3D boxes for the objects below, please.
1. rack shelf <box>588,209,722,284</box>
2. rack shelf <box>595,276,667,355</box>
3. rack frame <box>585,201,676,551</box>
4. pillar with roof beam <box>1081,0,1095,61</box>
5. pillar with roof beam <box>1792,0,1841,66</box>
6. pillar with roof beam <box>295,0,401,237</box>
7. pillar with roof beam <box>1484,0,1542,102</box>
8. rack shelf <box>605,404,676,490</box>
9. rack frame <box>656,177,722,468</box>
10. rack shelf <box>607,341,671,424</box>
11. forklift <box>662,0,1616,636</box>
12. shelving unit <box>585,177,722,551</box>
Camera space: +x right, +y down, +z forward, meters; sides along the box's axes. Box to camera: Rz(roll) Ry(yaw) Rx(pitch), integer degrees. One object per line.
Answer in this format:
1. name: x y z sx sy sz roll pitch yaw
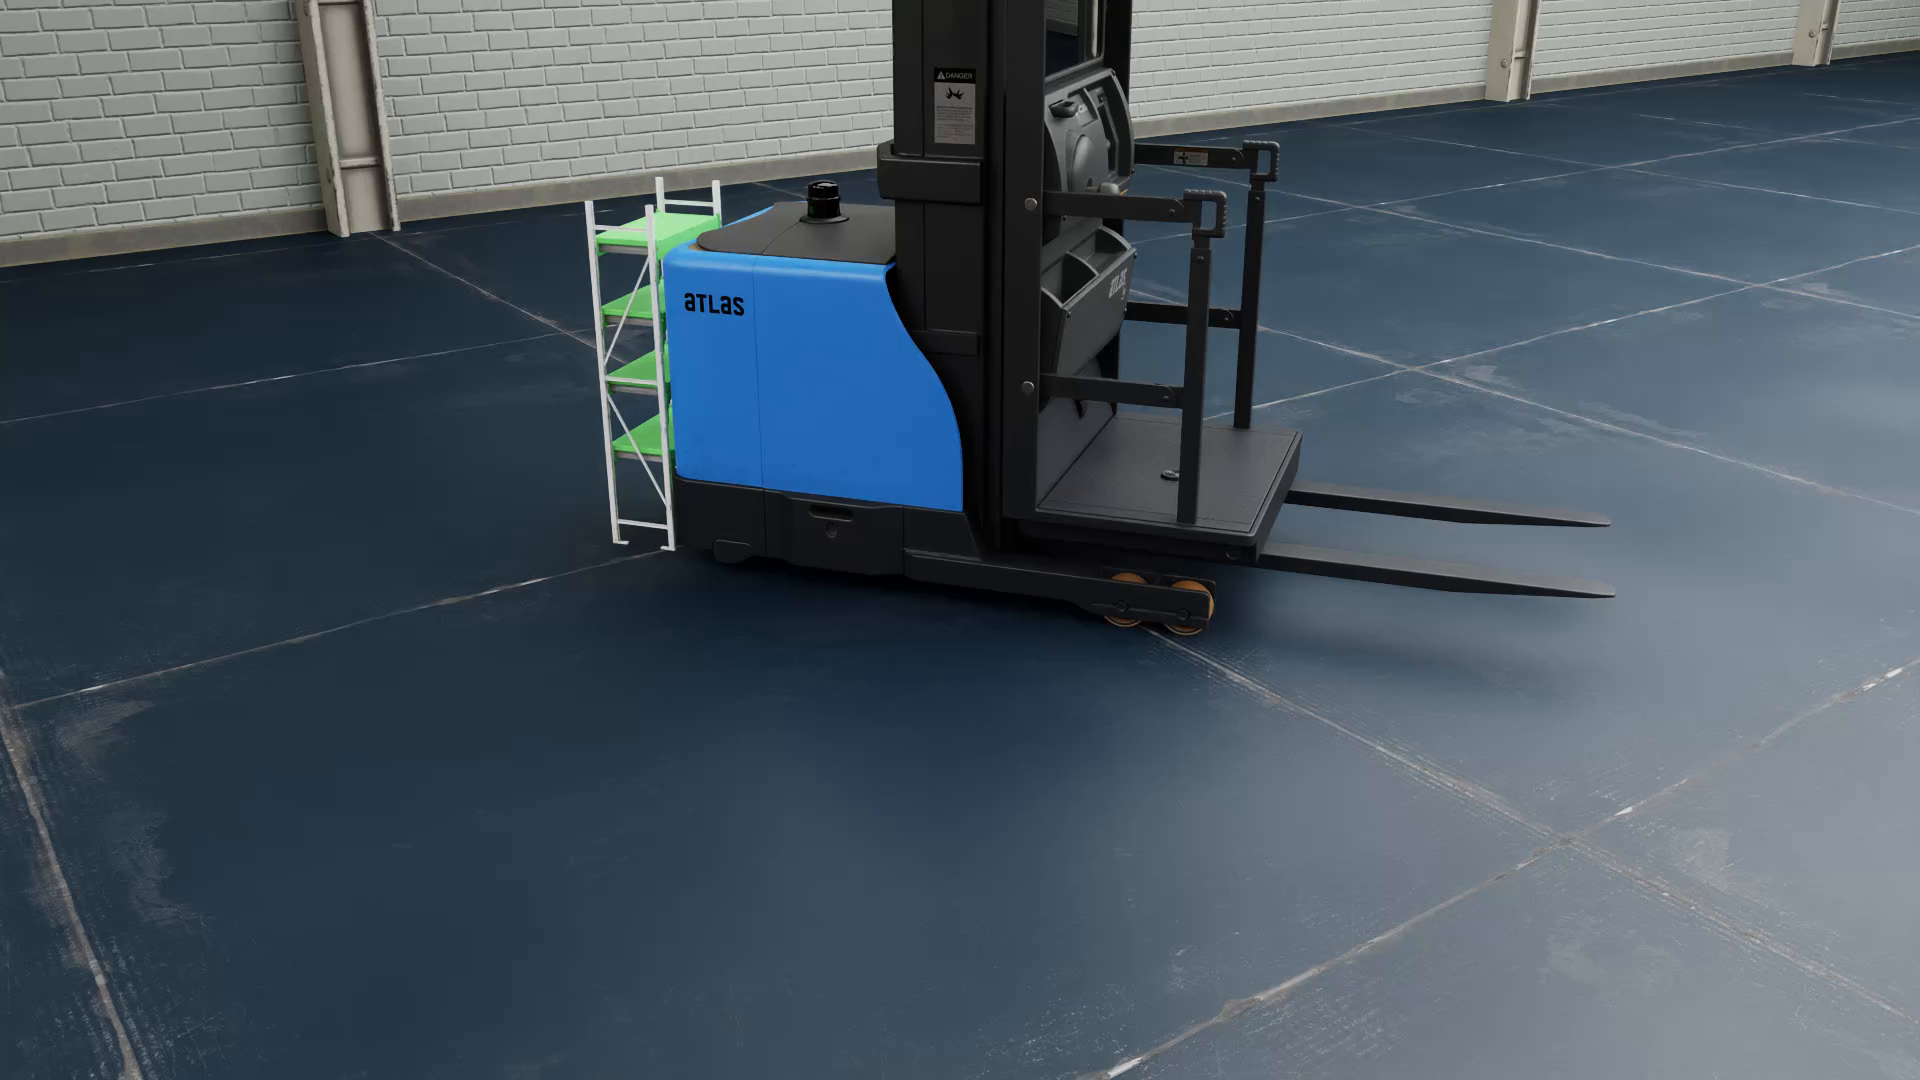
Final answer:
1. rack shelf: -1.032 -1.008 5.680 0.258 0.148 0.480 7 23 17
2. rack shelf: -1.032 -0.785 5.769 0.258 0.148 0.480 7 23 17
3. rack frame: -1.108 -0.535 5.619 0.240 1.200 0.015 7 23 17
4. pillar with roof beam: 3.416 -6.249 9.414 0.400 9.000 9.100 -15 26 -33
5. pillar with roof beam: 13.157 -8.846 15.923 0.400 9.000 9.100 -15 26 -33
6. pillar with roof beam: -1.454 -4.950 6.159 0.400 9.000 9.100 -15 26 -33
7. pillar with roof beam: 8.287 -7.547 12.668 0.400 9.000 9.100 -15 26 -33
8. rack shelf: -1.032 -0.339 5.947 0.258 0.148 0.480 7 23 17
9. rack frame: -0.956 -0.707 6.050 0.240 1.200 0.015 7 23 17
10. rack shelf: -1.032 -0.562 5.858 0.258 0.148 0.480 7 23 17
11. forklift: 0.597 -1.287 5.166 3.031 2.935 1.130 7 23 17
12. shelving unit: -1.032 -0.621 5.834 0.258 1.200 0.503 7 23 17
